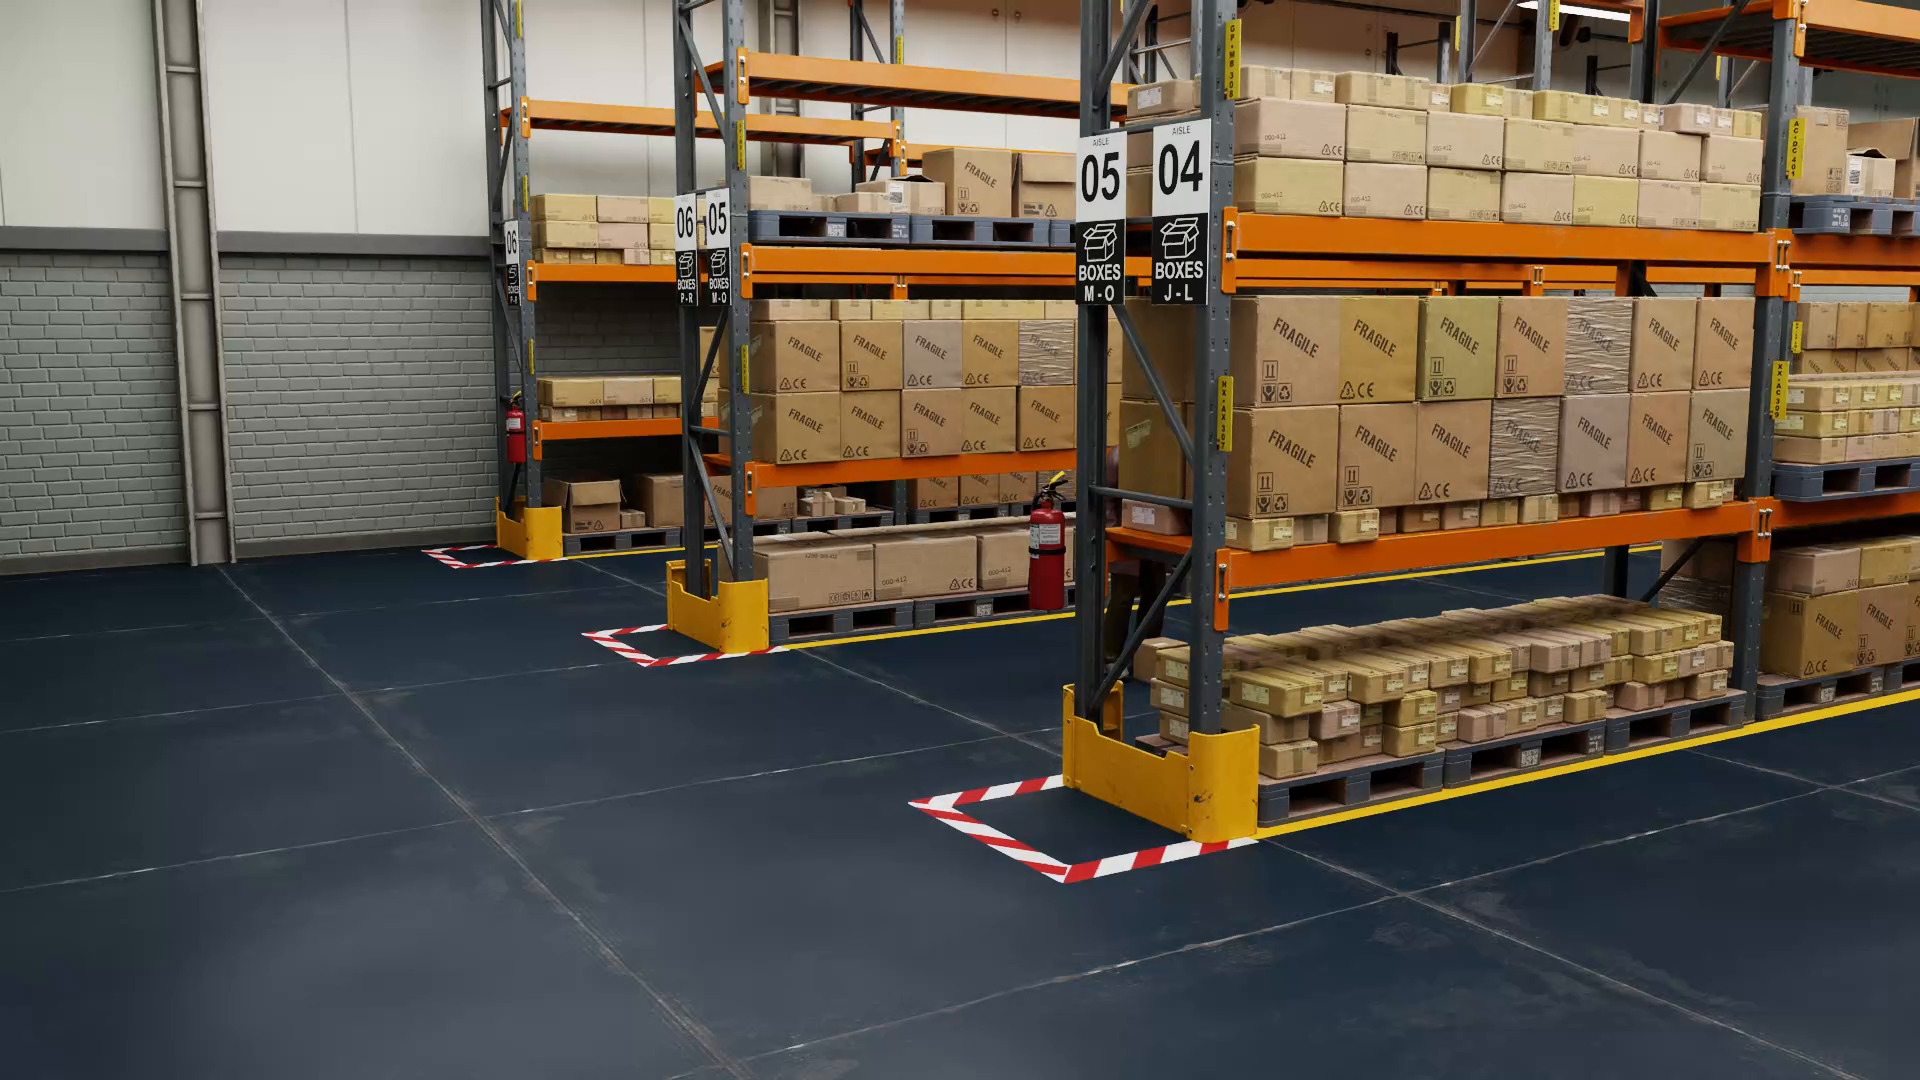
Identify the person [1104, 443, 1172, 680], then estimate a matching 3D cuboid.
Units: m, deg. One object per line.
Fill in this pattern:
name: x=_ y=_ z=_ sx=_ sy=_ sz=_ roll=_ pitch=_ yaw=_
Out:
person: x=1.168 y=0.000 z=10.872 sx=0.646 sy=1.774 sz=0.419 roll=-5 pitch=9 yaw=-31
